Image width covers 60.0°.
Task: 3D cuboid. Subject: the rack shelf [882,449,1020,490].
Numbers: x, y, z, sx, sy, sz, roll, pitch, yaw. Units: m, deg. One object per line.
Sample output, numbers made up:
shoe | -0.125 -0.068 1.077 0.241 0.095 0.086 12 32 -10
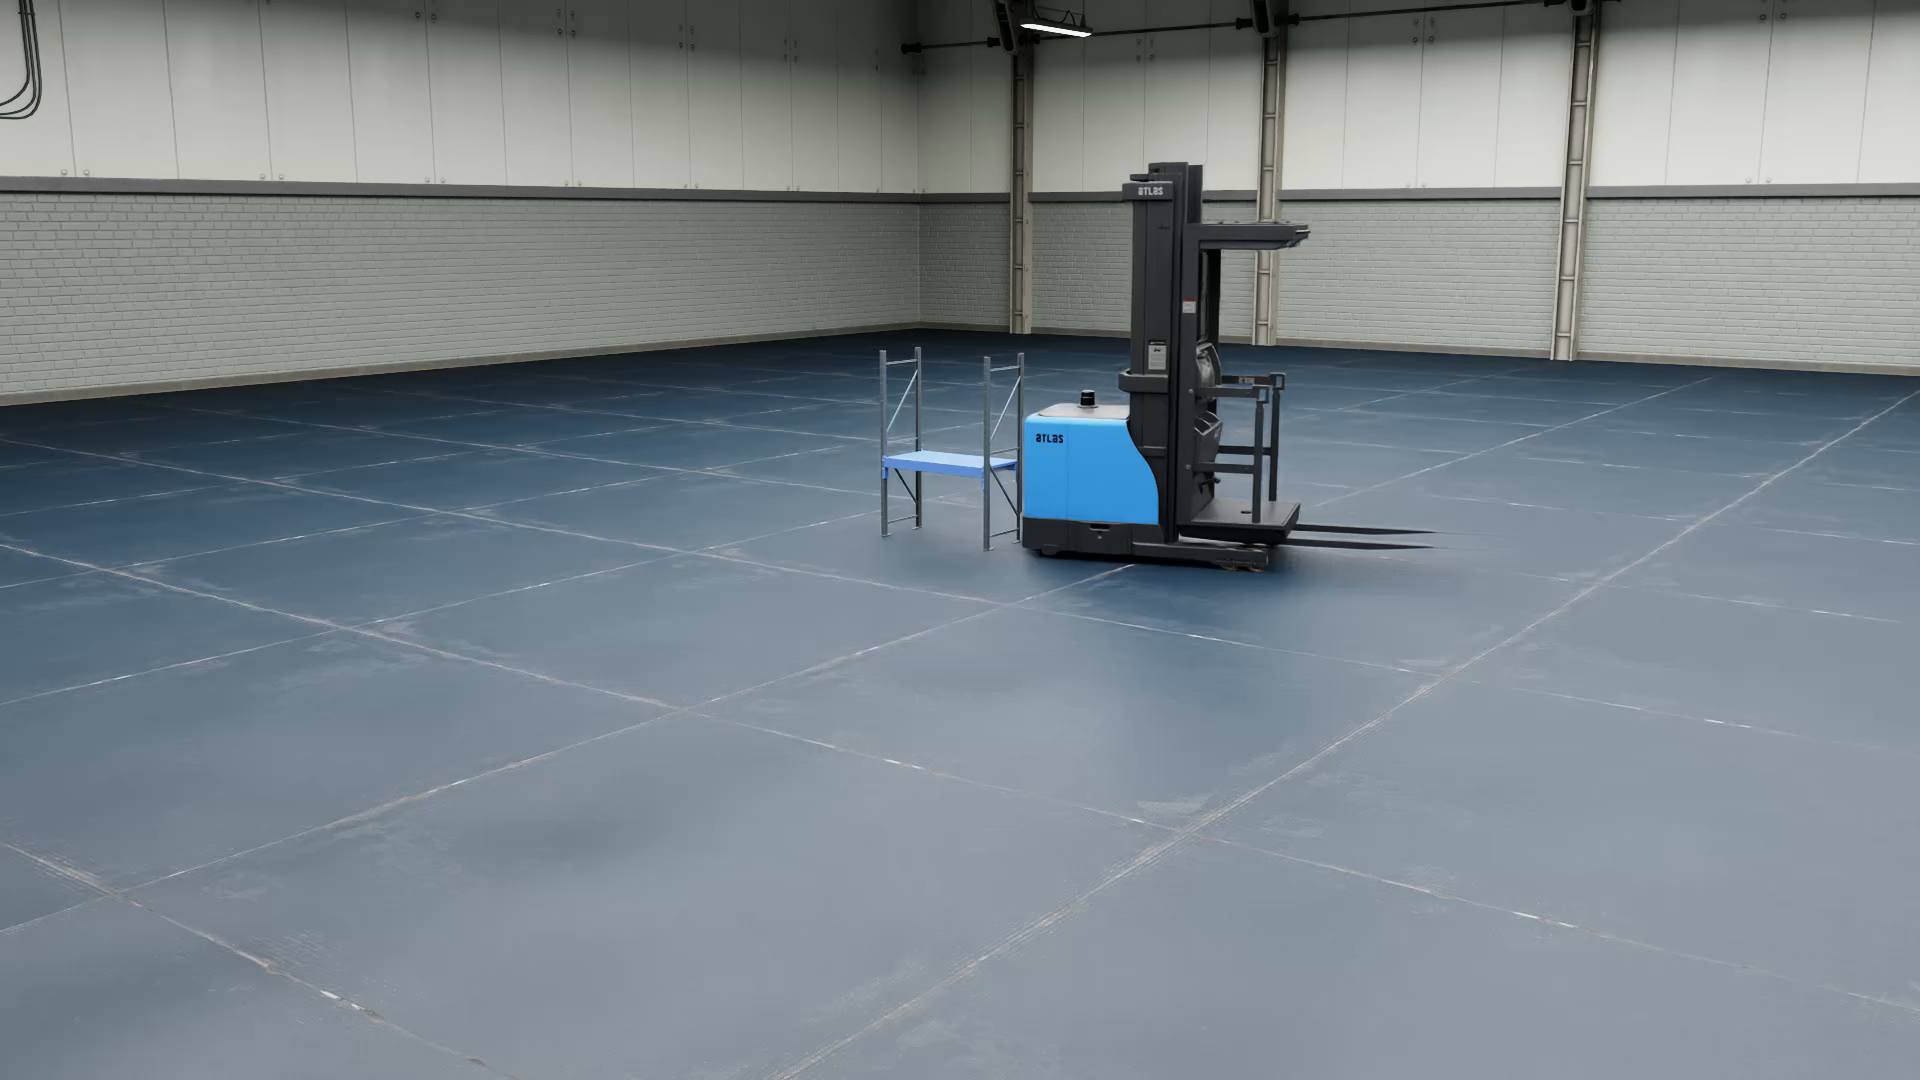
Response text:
rack shelf | -0.069 -0.569 13.287 1.000 0.185 0.538 8 13 36

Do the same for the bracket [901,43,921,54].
bracket | -1.093 -11.092 37.513 0.430 0.232 0.235 8 13 36

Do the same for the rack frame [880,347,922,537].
rack frame | -0.478 -0.803 13.549 0.032 1.500 0.500 8 13 36

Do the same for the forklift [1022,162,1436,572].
forklift | 2.049 -1.317 12.439 3.031 2.935 1.130 3 11 17

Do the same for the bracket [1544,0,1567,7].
bracket | 10.489 -9.477 29.162 0.430 0.232 0.235 8 13 36

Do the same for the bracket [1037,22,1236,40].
bracket | 3.563 -10.443 34.156 4.783 0.066 0.076 8 13 36

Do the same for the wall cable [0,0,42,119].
wall cable | -13.243 -7.899 21.529 0.169 6.003 2.305 8 13 36

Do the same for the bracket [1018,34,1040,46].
bracket | 1.486 -10.732 35.653 0.430 0.232 0.235 8 13 36

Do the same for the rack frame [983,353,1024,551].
rack frame | 0.341 -0.689 12.958 0.032 1.500 0.500 8 13 36

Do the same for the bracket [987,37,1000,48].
bracket | 0.817 -10.826 36.135 0.430 0.232 0.235 8 13 36

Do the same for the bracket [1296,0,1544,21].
bracket | 8.399 -9.768 30.669 4.783 0.066 0.076 8 13 36

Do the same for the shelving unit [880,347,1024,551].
shelving unit | -0.069 -0.746 13.253 1.048 1.500 0.538 8 13 36

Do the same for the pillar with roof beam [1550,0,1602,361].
pillar with roof beam | 8.486 -7.058 26.137 0.548 9.000 9.100 8 13 36

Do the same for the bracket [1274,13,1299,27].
bracket | 6.322 -10.058 32.166 0.430 0.232 0.235 8 13 36

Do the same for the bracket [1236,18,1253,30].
bracket | 5.653 -10.151 32.649 0.430 0.232 0.235 8 13 36

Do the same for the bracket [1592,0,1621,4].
bracket | 11.158 -9.383 28.679 0.430 0.232 0.235 8 13 36

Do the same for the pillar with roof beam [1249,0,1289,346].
pillar with roof beam | 3.650 -7.732 29.624 0.548 9.000 9.100 8 13 36

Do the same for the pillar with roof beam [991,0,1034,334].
pillar with roof beam | -1.186 -8.407 33.110 0.548 9.000 9.100 8 13 36

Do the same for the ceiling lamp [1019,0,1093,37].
ceiling lamp | 1.540 -10.738 29.792 0.800 3.185 2.000 8 13 36

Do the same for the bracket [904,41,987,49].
bracket | -0.617 -11.026 37.169 3.189 0.066 0.076 8 13 36
